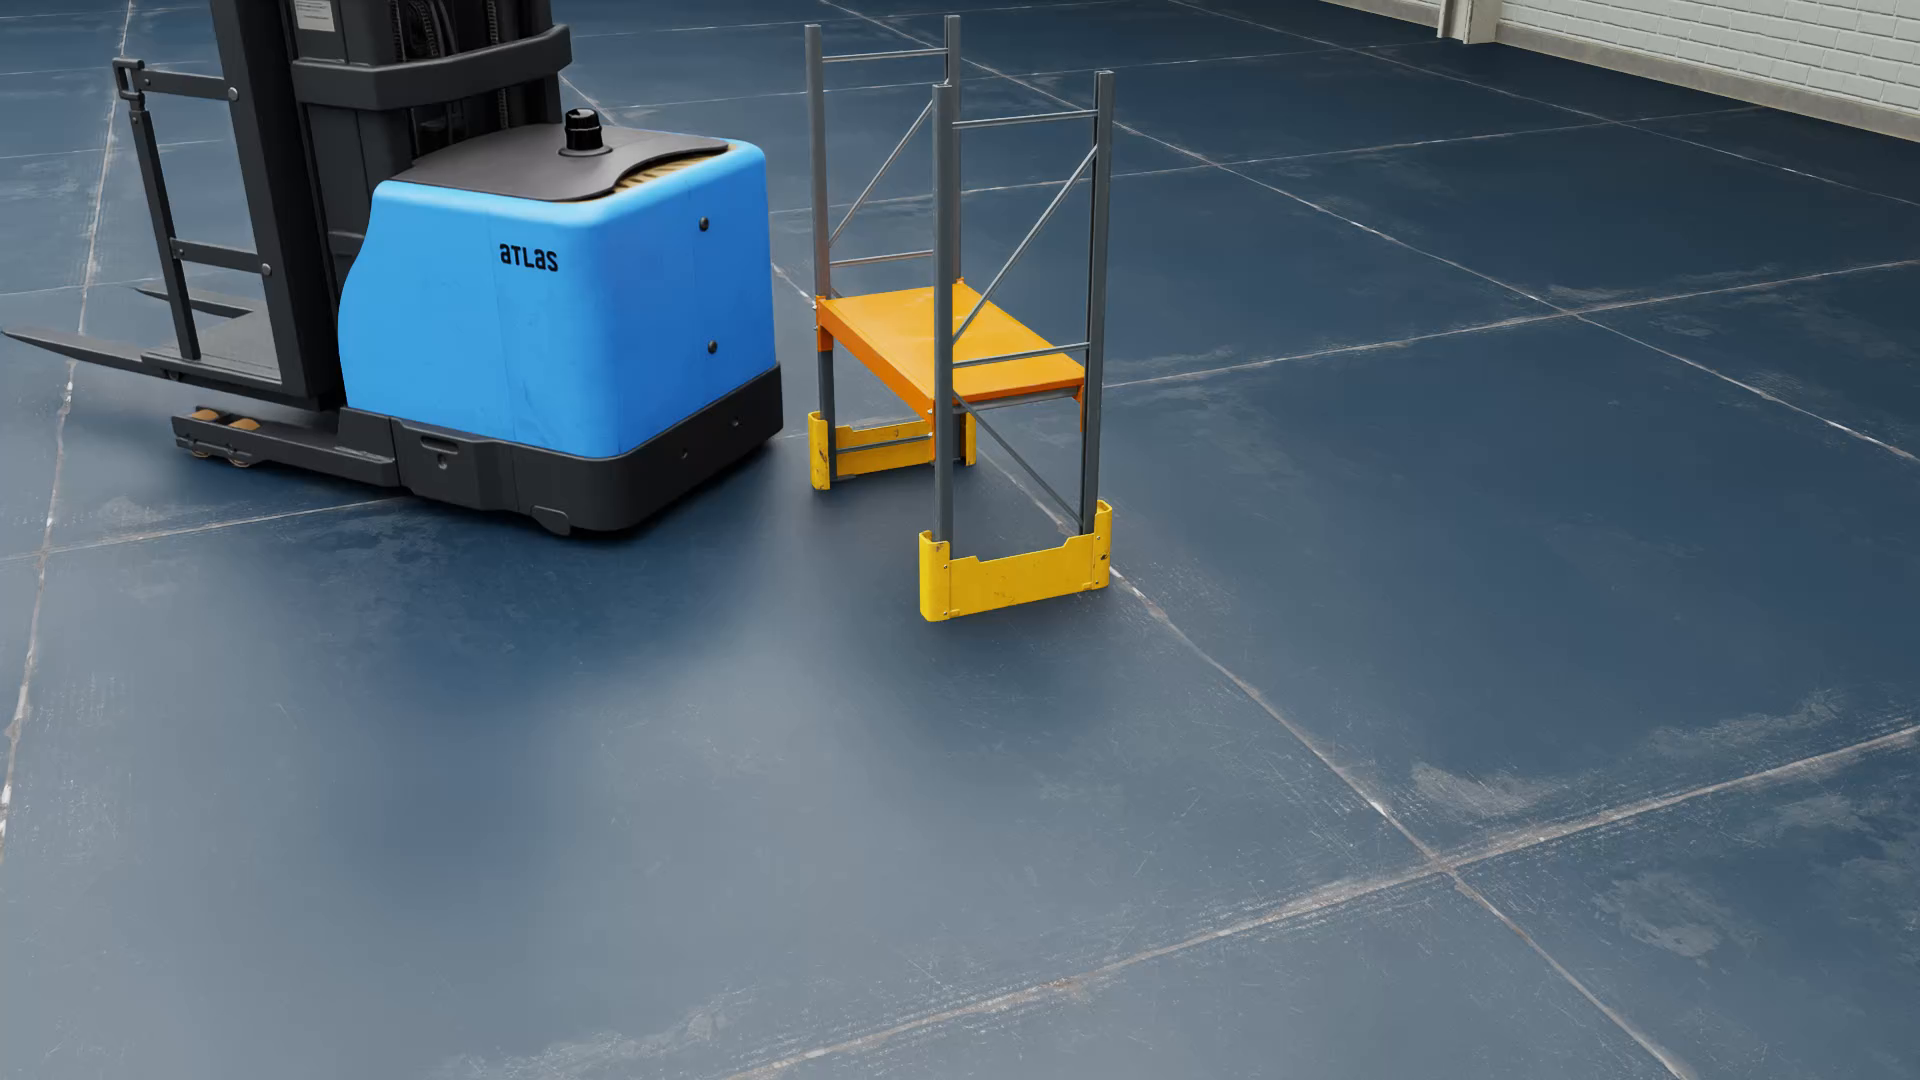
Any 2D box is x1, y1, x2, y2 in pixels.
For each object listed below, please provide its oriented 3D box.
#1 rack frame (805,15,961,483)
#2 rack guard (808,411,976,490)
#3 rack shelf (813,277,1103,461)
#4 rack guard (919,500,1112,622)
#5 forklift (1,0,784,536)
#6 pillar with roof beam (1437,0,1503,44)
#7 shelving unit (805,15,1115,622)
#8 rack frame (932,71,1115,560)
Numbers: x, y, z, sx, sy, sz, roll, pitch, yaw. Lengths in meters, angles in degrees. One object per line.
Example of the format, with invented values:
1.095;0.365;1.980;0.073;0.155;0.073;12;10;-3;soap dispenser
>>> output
-0.232;-0.914;5.412;0.500;1.500;0.032;-11;28;-21;rack frame
-0.225;-0.344;5.670;0.587;0.250;0.087;-11;28;-21;rack guard
-0.033;-0.547;5.070;0.538;0.185;1.000;-11;28;-21;rack shelf
0.165;0.058;4.846;0.587;0.250;0.087;-11;28;-21;rack guard
-2.182;-1.762;5.517;3.031;2.935;1.130;12;29;23;forklift
0.217;-7.435;10.221;9.100;9.000;0.400;-11;28;-21;pillar with roof beam
-0.030;-0.705;4.984;0.587;1.500;1.083;-11;28;-21;shelving unit
0.166;-0.503;4.571;0.500;1.500;0.032;-11;28;-21;rack frame
